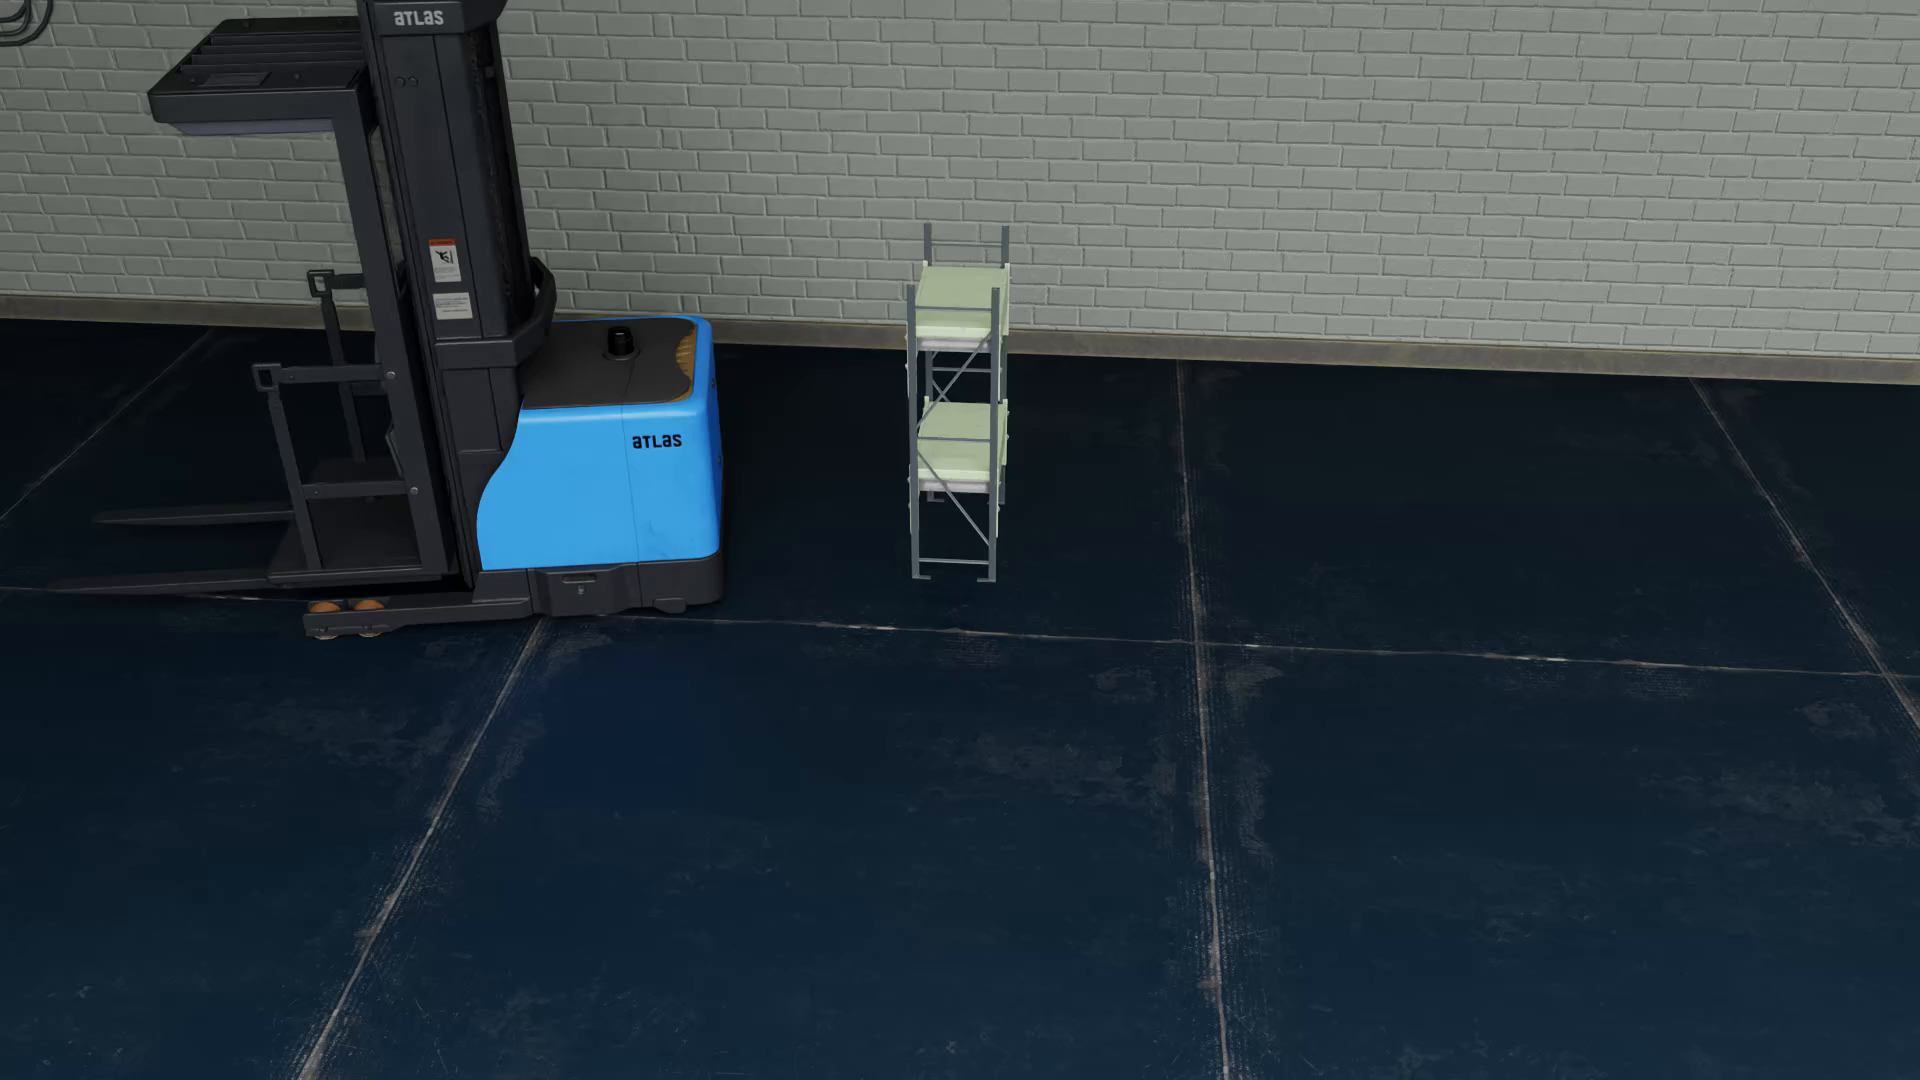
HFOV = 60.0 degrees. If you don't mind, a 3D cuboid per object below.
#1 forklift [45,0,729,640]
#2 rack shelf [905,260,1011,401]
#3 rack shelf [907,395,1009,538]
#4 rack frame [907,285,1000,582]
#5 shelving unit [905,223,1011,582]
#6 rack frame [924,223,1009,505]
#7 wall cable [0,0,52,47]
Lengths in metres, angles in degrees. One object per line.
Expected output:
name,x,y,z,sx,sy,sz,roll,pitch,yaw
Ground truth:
forklift,-2.638,-1.090,7.225,3.031,2.935,1.130,-3,32,-5
rack shelf,0.001,-0.974,7.657,0.431,0.370,0.720,2,32,4
rack shelf,0.001,-0.364,8.033,0.431,0.370,0.720,2,32,4
rack frame,-0.029,-0.451,7.552,0.400,1.500,0.023,2,32,4
shelving unit,0.001,-0.642,7.862,0.431,1.500,0.755,2,32,4
rack frame,0.030,-0.833,8.173,0.400,1.500,0.023,2,32,4
wall cable,-6.660,-3.926,9.003,3.097,2.526,0.112,2,32,4
